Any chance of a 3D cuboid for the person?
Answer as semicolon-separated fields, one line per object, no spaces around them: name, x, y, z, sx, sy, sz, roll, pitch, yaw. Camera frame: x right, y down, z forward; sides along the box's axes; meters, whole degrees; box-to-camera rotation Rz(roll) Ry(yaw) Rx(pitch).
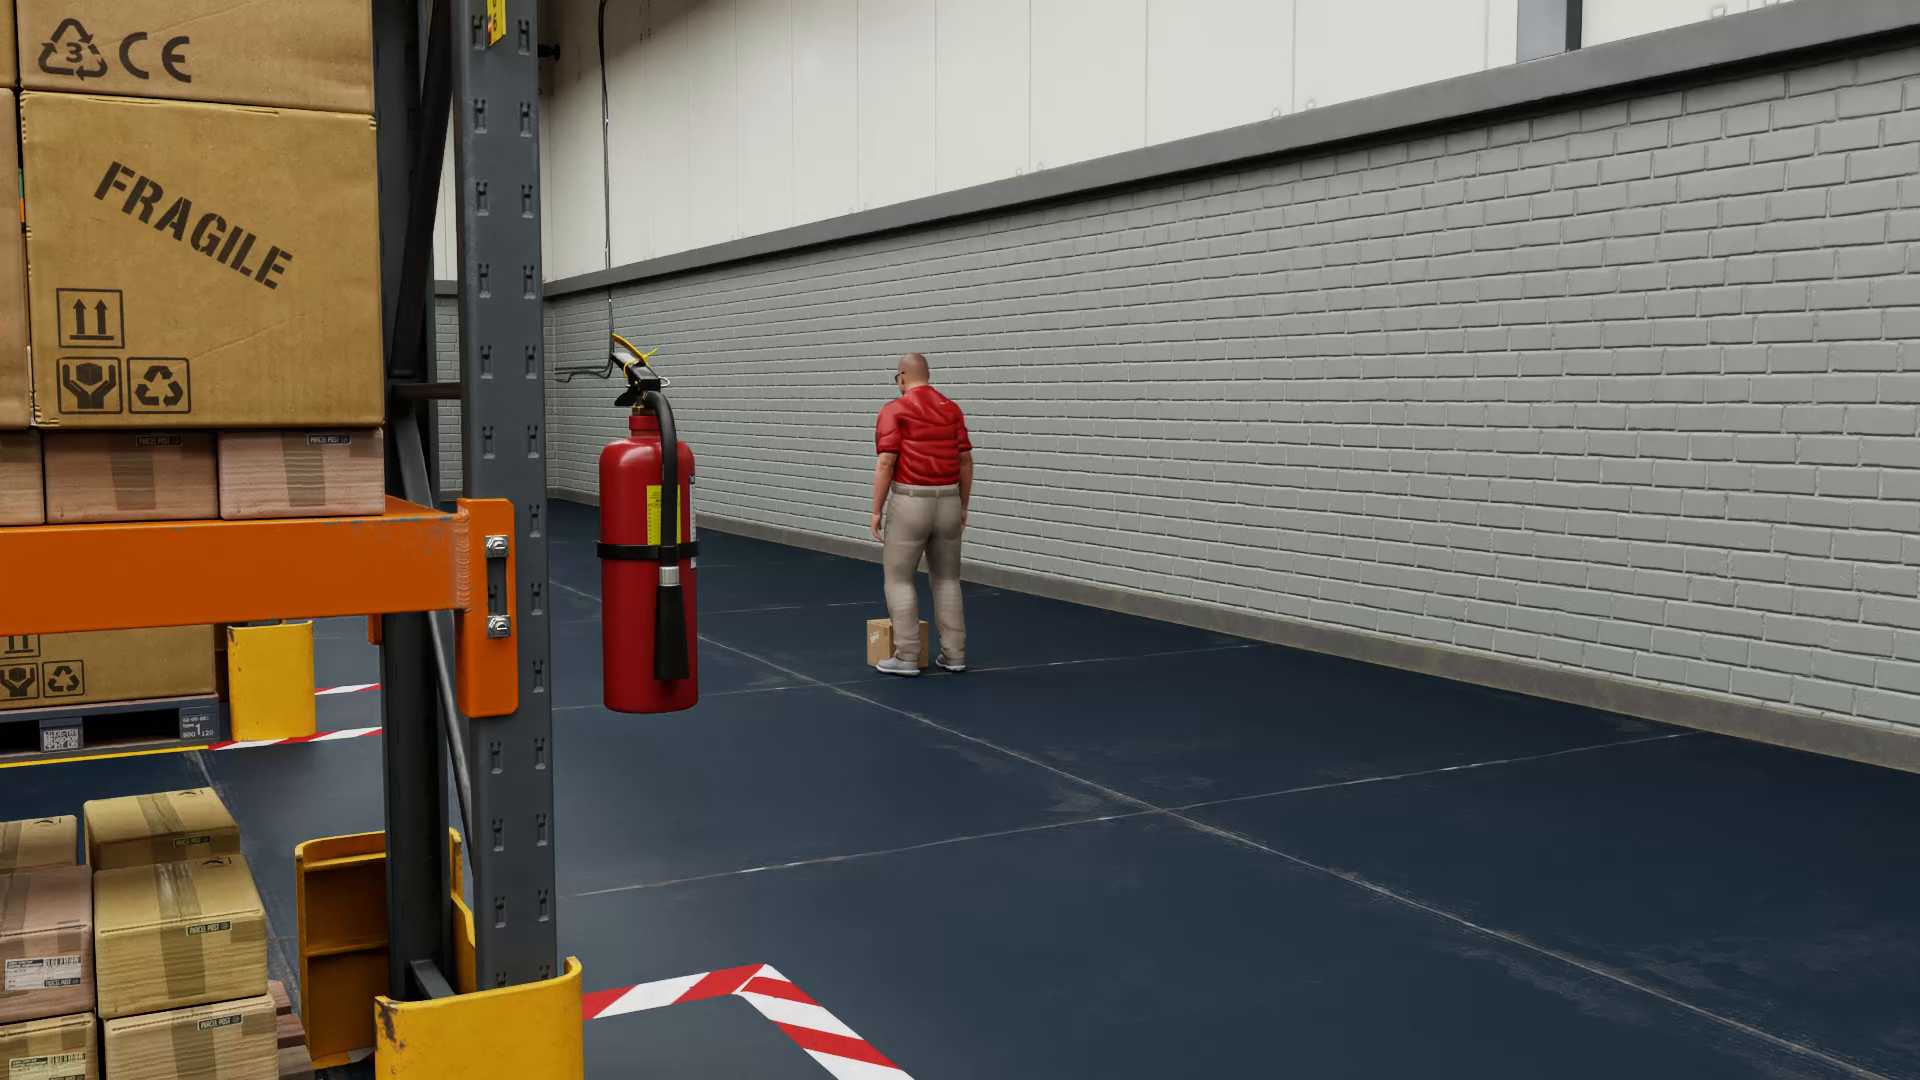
person;-0.209;-0.143;8.965;0.586;1.727;0.395;-3;6;-28
